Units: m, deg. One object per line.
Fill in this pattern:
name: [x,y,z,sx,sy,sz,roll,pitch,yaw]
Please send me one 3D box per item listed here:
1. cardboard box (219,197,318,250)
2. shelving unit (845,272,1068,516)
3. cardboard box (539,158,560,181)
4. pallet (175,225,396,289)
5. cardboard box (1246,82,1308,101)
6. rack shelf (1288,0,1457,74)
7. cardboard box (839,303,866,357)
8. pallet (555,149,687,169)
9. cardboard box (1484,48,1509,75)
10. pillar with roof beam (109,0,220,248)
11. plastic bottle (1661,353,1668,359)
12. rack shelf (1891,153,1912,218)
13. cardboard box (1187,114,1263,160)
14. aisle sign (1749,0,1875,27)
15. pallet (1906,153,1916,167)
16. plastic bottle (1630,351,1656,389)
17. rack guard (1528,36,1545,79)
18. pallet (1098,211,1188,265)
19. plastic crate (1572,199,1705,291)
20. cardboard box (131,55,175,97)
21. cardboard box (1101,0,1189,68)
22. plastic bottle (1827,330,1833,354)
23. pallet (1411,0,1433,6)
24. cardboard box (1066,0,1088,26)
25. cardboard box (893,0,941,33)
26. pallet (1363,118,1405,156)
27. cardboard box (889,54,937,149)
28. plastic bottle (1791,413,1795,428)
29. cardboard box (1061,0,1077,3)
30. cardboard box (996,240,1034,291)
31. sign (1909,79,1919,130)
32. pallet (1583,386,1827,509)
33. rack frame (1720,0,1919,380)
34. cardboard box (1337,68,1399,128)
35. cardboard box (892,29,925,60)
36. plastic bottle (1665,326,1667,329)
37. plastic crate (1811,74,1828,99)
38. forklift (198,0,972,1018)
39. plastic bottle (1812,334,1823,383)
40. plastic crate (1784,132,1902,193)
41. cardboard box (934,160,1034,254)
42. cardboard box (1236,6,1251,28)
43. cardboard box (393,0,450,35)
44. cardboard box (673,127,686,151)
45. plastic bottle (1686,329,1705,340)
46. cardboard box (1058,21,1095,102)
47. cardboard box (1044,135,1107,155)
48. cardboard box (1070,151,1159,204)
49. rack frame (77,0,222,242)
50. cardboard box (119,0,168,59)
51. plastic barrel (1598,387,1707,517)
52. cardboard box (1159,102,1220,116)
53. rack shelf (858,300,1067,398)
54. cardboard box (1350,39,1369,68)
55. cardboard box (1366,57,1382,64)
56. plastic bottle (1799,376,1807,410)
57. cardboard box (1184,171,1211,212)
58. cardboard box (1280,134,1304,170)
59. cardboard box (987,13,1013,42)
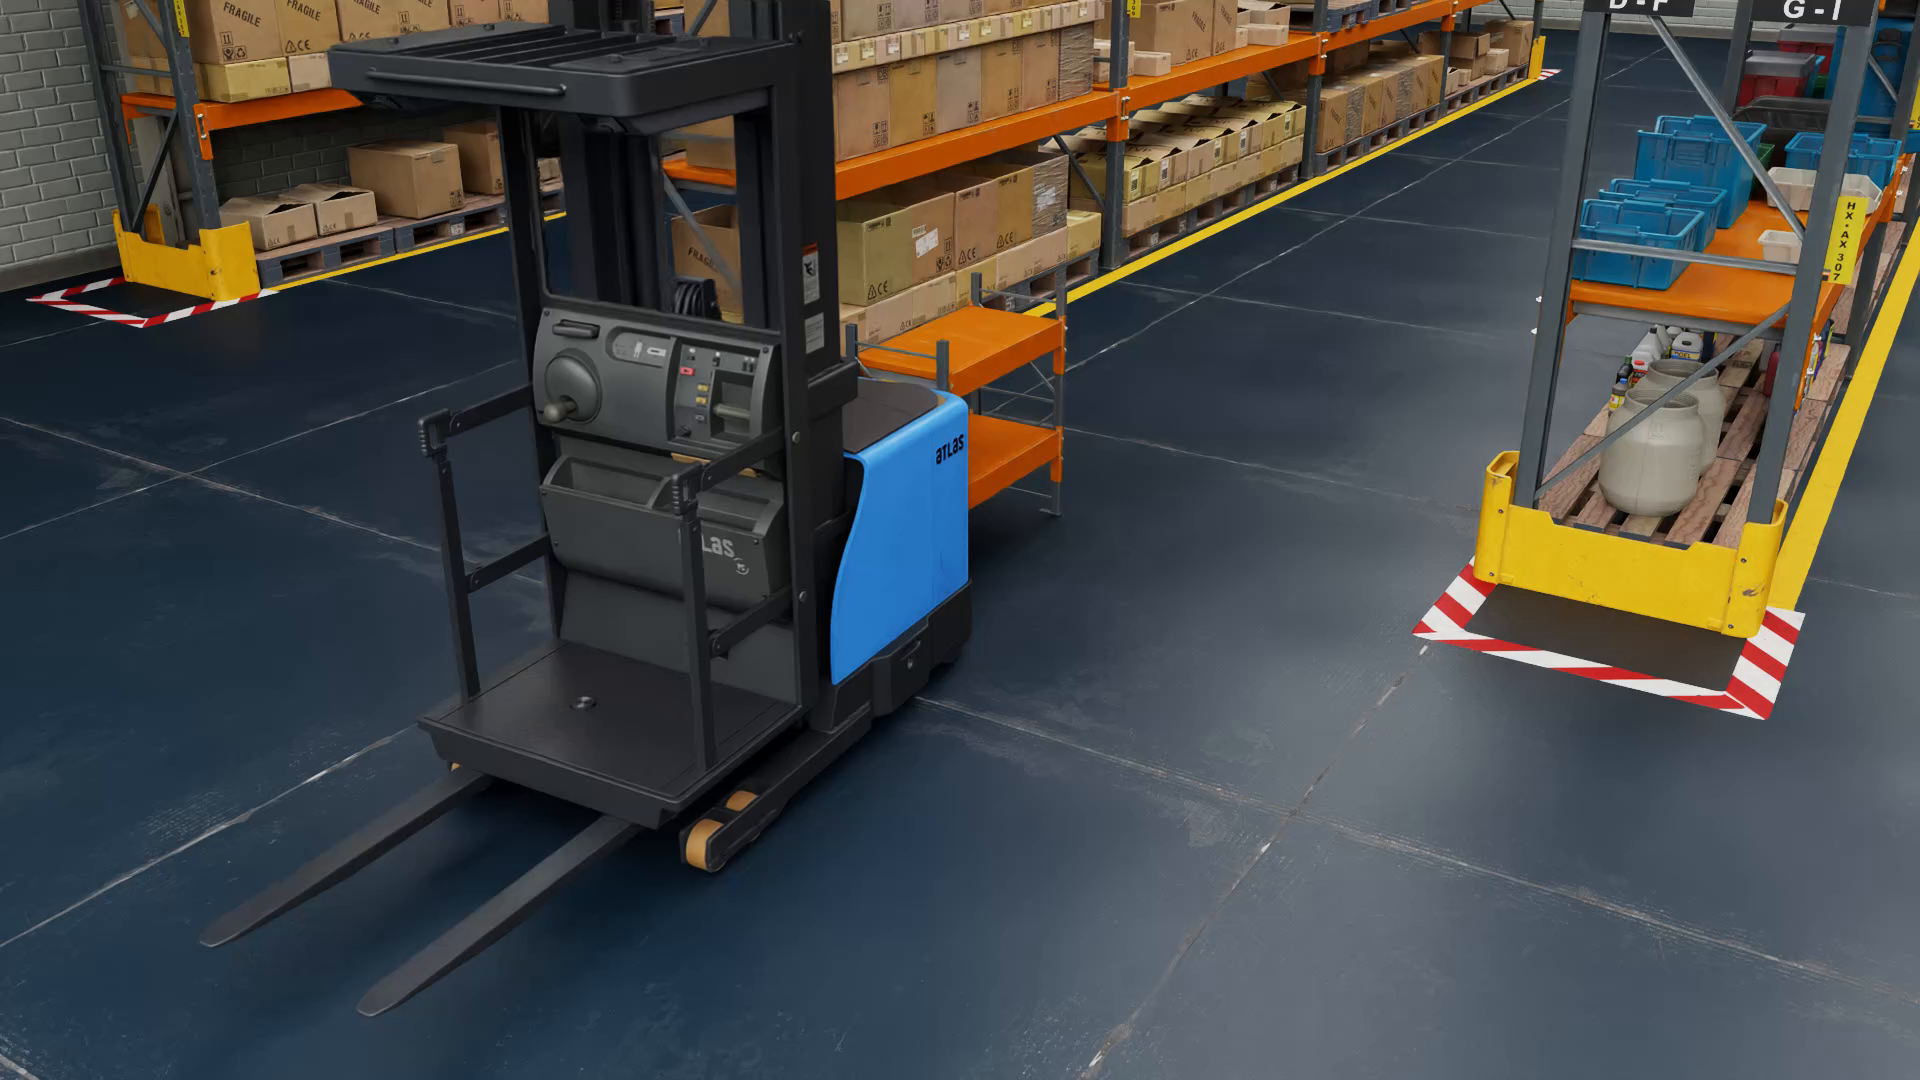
cardboard box: [-5.135,-2.368,12.276,0.500,0.311,0.500,11,26,23]
shelving unit: [0.004,-0.518,7.532,0.538,1.125,1.048,14,27,29]
cardboard box: [-3.723,-3.251,14.496,0.380,0.166,0.250,10,25,22]
pallet: [-5.077,-2.198,12.563,1.003,0.211,1.213,14,27,29]
cardboard box: [3.148,-4.269,16.427,0.500,0.500,0.500,15,28,31]
rack shelf: [3.909,-5.194,16.877,1.077,0.370,4.000,14,27,29]
cardboard box: [-0.894,-1.214,9.711,0.500,0.250,0.500,14,27,29]
pallet: [-3.057,-3.519,15.613,1.003,0.211,1.213,14,27,29]
cardboard box: [6.470,-5.940,20.602,0.500,0.250,0.500,14,27,29]
pillar with roof beam: [-2.284,-5.454,9.022,9.100,9.000,0.400,14,27,29]
plastic bottle: [3.684,-0.834,8.766,0.061,0.283,0.133,14,27,29]
rack shelf: [6.006,-2.805,11.358,1.077,0.370,4.000,14,27,29]
cardboard box: [2.250,-3.462,14.199,0.500,0.311,0.500,14,27,29]
aisle sign: [3.052,-2.217,5.823,0.394,0.787,0.004,14,27,29]
pallet: [8.728,-3.628,15.866,1.003,0.211,1.213,14,27,29]
plastic bottle: [3.593,-0.853,8.818,0.152,0.276,0.135,14,27,29]
rack guard: [7.034,-6.376,21.850,1.175,0.500,0.348,14,27,29]
pallet: [1.100,-2.476,13.204,1.003,0.211,1.213,14,27,29]
plastic crate: [2.850,-1.273,7.102,0.499,0.251,0.616,14,27,29]
cardboard box: [-5.494,-3.324,11.817,0.500,0.250,0.500,14,27,30]
cardboard box: [1.441,-3.978,13.038,0.500,0.500,0.500,16,28,33]
plastic bottle: [5.024,-1.190,9.691,0.097,0.201,0.097,0,23,0]
pallet: [4.450,-5.864,17.762,1.003,0.211,1.213,14,27,29]
cardboard box: [0.651,-3.623,11.400,0.380,0.149,0.250,13,27,28]
cardboard box: [-0.542,-3.312,9.866,0.700,0.500,0.500,14,27,29]
pallet: [3.925,-4.223,17.240,1.003,0.211,1.213,14,27,29]
cardboard box: [-0.569,-2.694,10.072,0.700,0.500,0.500,14,27,29]
plastic bottle: [4.197,-0.684,8.420,0.061,0.283,0.133,14,27,30]
cardboard box: [0.516,-3.989,11.430,0.700,0.500,0.500,14,27,29]
cardboard box: [0.162,-1.889,11.270,0.500,0.250,0.500,14,27,29]
sign: [5.412,-2.468,9.326,0.100,0.325,0.005,14,27,29]
pallet: [3.918,-0.549,8.752,1.003,0.211,1.213,14,27,29]
rack frame: [4.951,-2.460,9.656,1.000,3.000,0.127,14,27,29]
cardboard box: [4.148,-4.521,17.010,0.500,0.500,0.500,13,27,27]
cardboard box: [-0.432,-2.929,9.797,0.380,0.149,0.250,13,27,27]
plastic bottle: [3.950,-1.119,9.424,0.061,0.283,0.133,15,28,31]
plastic crate: [5.629,-3.009,11.192,0.450,0.188,0.662,14,27,29]
forklift: [-1.100,-0.491,5.196,1.130,2.935,3.031,12,26,26]
plastic bottle: [4.704,-1.009,9.170,0.061,0.283,0.133,16,28,32]
plastic crate: [4.598,-1.961,8.691,0.499,0.251,0.616,14,27,29]
cardboard box: [0.151,-2.236,11.127,0.500,0.500,0.500,14,27,29]
cardboard box: [2.218,-4.547,14.589,0.500,0.311,0.500,14,27,28]
cardboard box: [-4.260,-4.083,12.625,0.500,0.500,0.500,15,27,31]
cardboard box: [-2.862,-4.027,15.870,0.700,0.500,0.500,13,27,28]
plastic bottle: [4.198,-1.150,9.511,0.097,0.271,0.097,0,23,0]
cardboard box: [0.516,-3.394,11.688,0.700,0.500,0.500,13,27,28]
cardboard box: [0.984,-3.061,13.271,0.500,0.311,0.500,15,27,30]
cardboard box: [1.174,-2.774,12.610,0.500,0.311,0.500,14,27,29]
rack frame: [-5.576,-3.186,11.333,1.000,3.000,0.127,14,27,29]
cardboard box: [-5.508,-3.674,11.680,0.500,0.500,0.500,14,27,28]
plastic barrel: [3.123,-0.399,7.498,0.421,0.512,0.421,0,23,0]
cardboard box: [2.059,-3.743,14.847,0.500,0.311,0.500,13,27,28]
rack shelf: [0.004,-0.787,7.416,0.538,0.278,1.000,14,27,29]
cardboard box: [3.975,-5.148,17.515,0.500,0.250,0.500,14,27,29]
cardboard box: [4.230,-4.959,18.023,0.500,0.500,0.500,14,27,30]
plastic bottle: [4.402,-0.824,8.758,0.097,0.271,0.097,0,23,0]
cardboard box: [1.709,-2.862,13.517,0.500,0.250,0.500,13,27,27]
cardboard box: [2.784,-3.551,15.110,0.500,0.250,0.500,15,27,30]
cardboard box: [0.112,-3.278,10.603,0.380,0.149,0.250,15,27,30]
